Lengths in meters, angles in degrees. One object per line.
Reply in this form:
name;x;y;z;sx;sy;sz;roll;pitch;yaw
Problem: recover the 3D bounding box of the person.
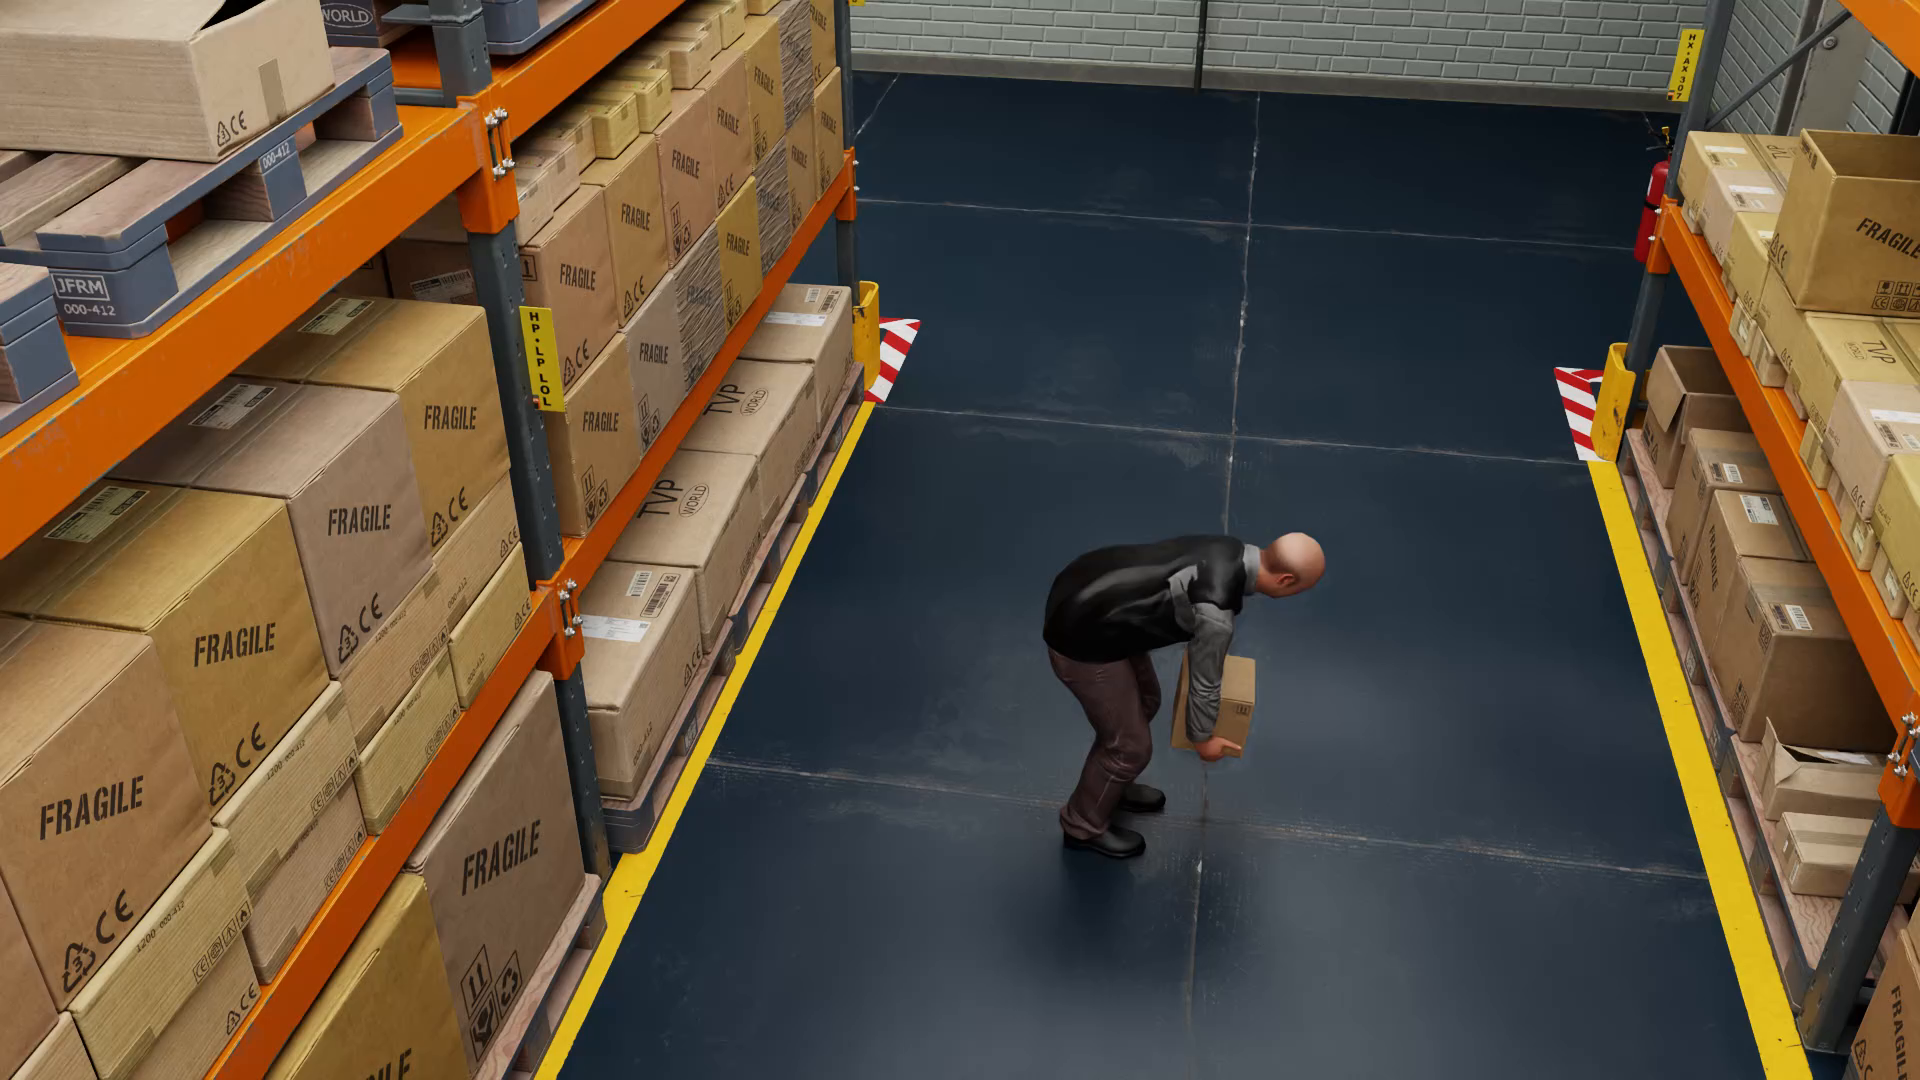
person;0.742;0.510;5.773;0.916;1.274;0.463;4;32;7
